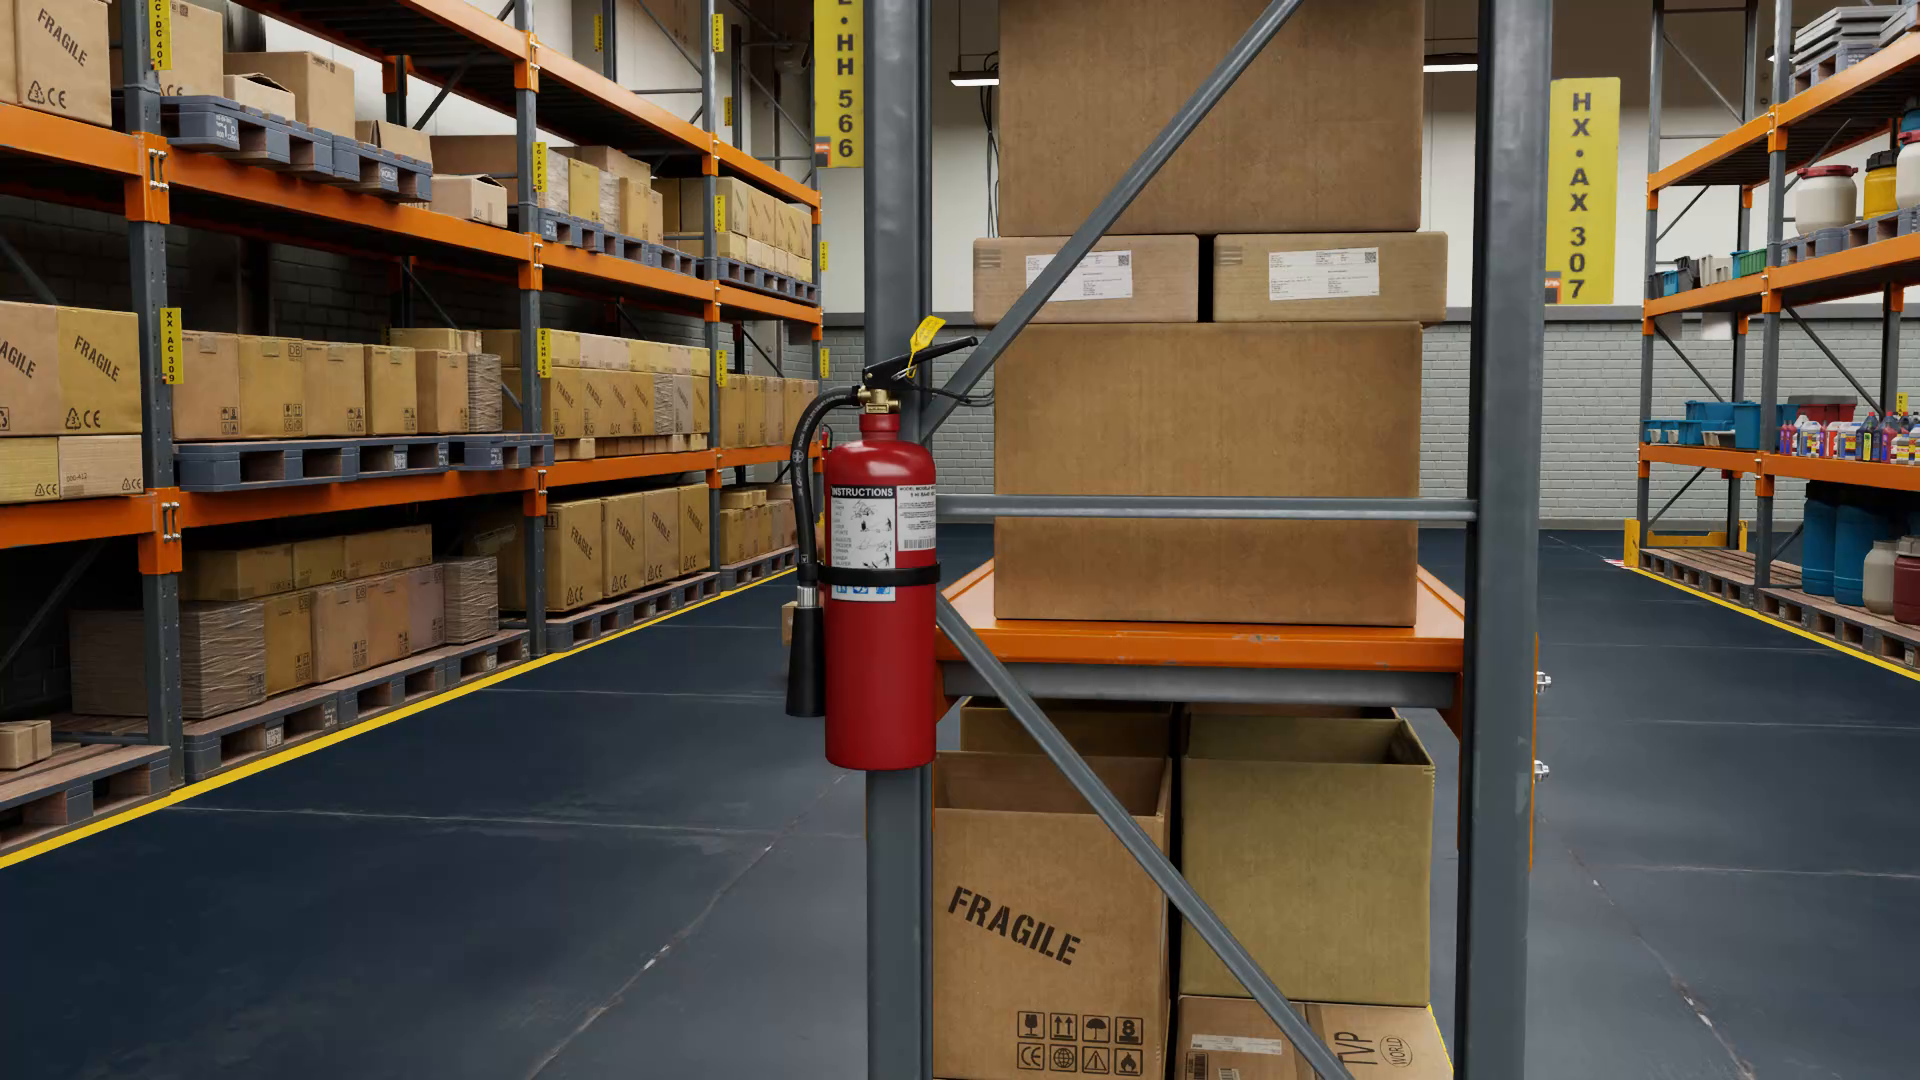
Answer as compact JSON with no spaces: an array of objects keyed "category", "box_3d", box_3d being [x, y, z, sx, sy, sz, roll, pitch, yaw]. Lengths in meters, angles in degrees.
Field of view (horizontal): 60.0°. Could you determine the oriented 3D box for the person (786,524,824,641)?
[{"category":"person","box_3d":[-0.622,0.374,10.354,0.905,0.978,0.524,1,4,7]}]
